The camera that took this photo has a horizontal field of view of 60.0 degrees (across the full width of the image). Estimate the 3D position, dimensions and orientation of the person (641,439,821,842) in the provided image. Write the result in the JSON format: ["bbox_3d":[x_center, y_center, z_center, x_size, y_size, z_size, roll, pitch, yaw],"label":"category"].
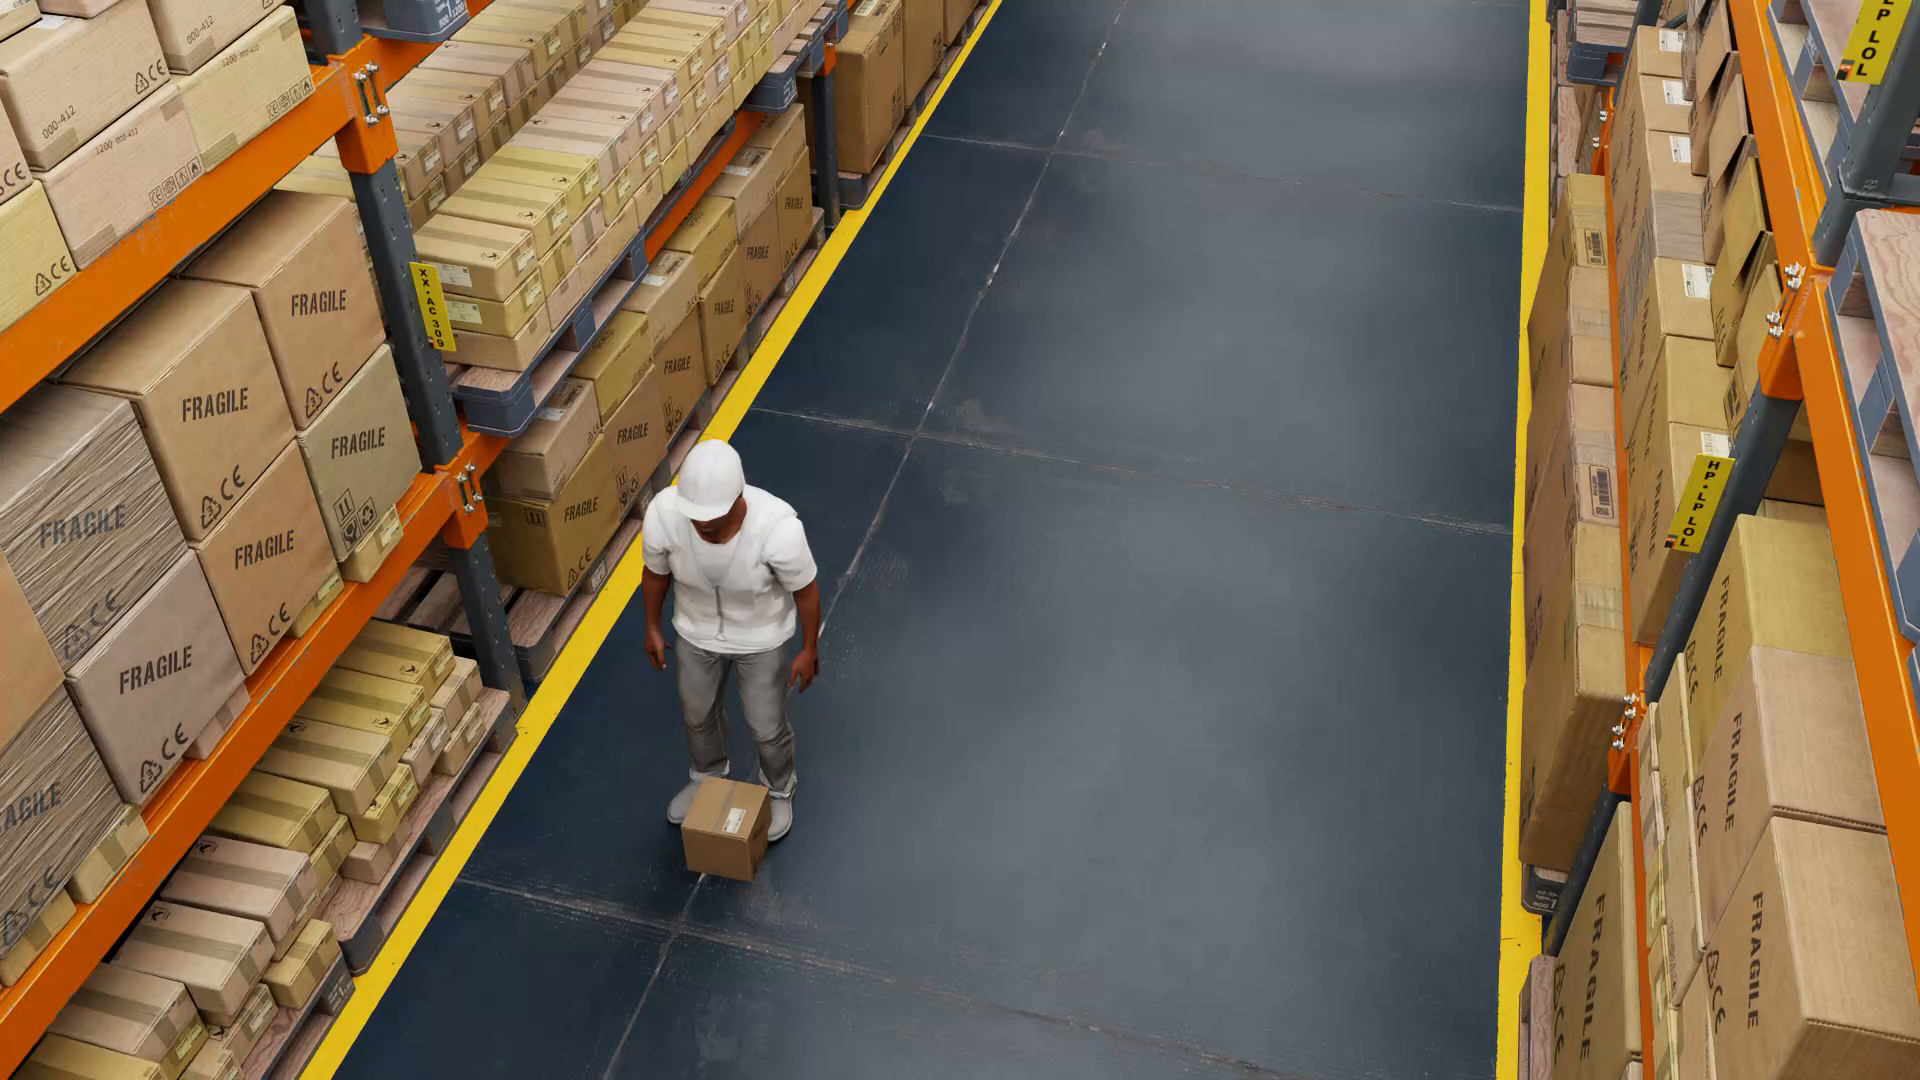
[{"bbox_3d":[-0.793,0.342,5.749,0.632,1.759,0.459,8,41,9],"label":"person"}]
